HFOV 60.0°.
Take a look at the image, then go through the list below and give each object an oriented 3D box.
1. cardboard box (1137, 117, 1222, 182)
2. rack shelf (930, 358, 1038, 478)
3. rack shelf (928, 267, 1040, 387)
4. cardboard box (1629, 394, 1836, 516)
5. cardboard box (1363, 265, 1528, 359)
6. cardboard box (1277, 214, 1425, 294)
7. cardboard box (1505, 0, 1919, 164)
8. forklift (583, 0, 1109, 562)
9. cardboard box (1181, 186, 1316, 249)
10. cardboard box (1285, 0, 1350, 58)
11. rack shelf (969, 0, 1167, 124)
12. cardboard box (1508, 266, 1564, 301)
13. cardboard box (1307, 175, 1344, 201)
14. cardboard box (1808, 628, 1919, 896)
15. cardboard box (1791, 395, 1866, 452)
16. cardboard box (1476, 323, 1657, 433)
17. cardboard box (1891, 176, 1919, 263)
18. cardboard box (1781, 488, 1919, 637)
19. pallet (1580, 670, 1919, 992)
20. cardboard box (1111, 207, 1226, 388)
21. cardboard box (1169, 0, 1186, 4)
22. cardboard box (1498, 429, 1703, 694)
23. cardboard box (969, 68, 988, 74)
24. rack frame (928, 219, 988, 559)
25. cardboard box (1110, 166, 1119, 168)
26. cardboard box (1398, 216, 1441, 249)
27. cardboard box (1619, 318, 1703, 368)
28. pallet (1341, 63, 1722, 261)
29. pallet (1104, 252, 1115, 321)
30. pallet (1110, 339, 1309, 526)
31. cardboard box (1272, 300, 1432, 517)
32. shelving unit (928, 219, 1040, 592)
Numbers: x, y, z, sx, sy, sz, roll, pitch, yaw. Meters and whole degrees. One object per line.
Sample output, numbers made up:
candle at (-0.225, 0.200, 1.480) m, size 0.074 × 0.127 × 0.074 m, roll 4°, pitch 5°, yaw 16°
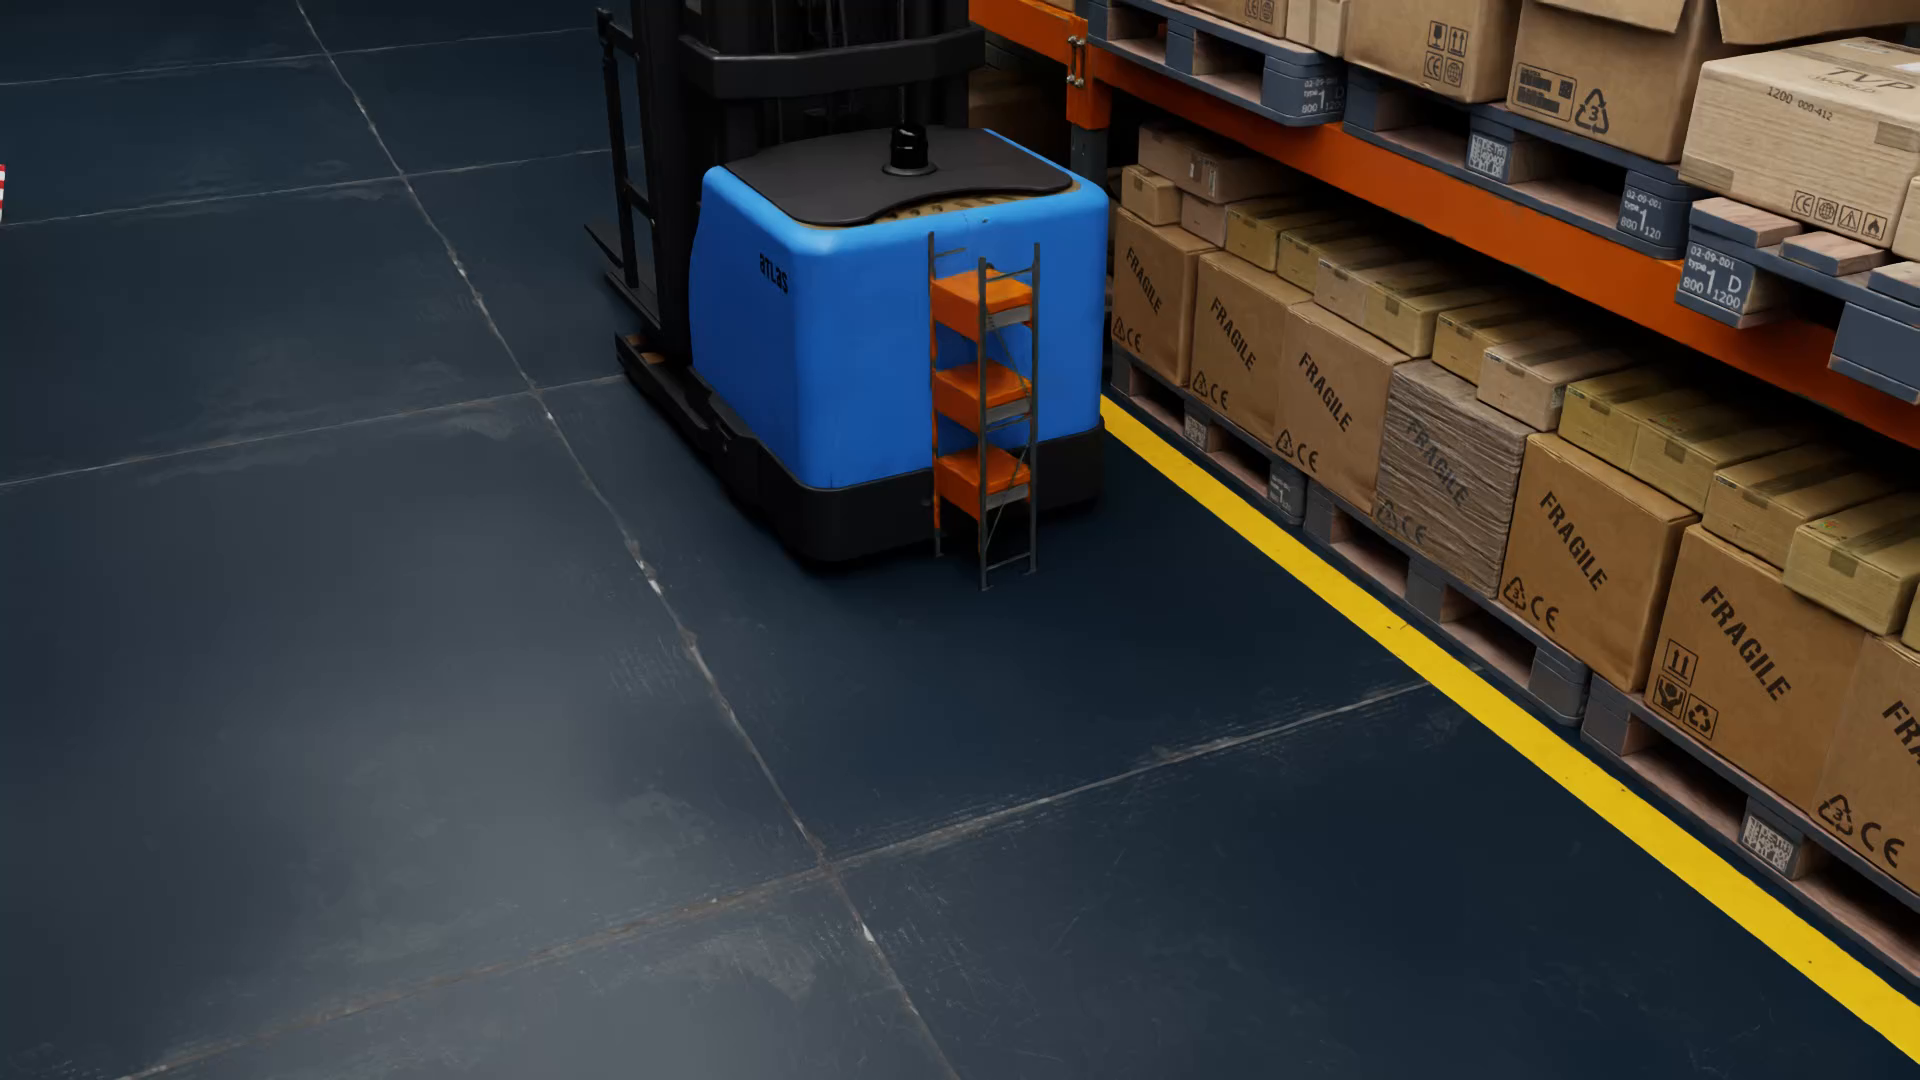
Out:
cardboard box at (0.846, -1.373, 5.791) m, size 0.380 × 0.149 × 0.250 m, roll -14°, pitch 32°, yaw -23°
rack shelf at (0.070, -0.370, 4.854) m, size 0.215 × 0.259 × 0.240 m, roll -20°, pitch 35°, yaw -30°
rack shelf at (0.067, -0.616, 4.713) m, size 0.215 × 0.259 × 0.240 m, roll -20°, pitch 35°, yaw -30°
cardboard box at (1.864, -0.209, 4.019) m, size 0.380 × 0.149 × 0.250 m, roll -12°, pitch 31°, yaw -21°
cardboard box at (1.409, -0.667, 4.836) m, size 0.380 × 0.149 × 0.250 m, roll -12°, pitch 31°, yaw -20°
cardboard box at (1.231, -0.896, 5.243) m, size 0.380 × 0.149 × 0.250 m, roll -14°, pitch 32°, yaw -23°
cardboard box at (1.727, -1.213, 3.811) m, size 0.797 × 0.503 × 0.637 m, roll -14°, pitch 32°, yaw -23°
forklift at (-0.661, -1.908, 5.655) m, size 1.130 × 2.935 × 3.031 m, roll -14°, pitch 32°, yaw -23°
cardboard box at (0.980, -1.125, 5.652) m, size 0.380 × 0.149 × 0.250 m, roll -14°, pitch 32°, yaw -23°
cardboard box at (1.128, -1.500, 4.565) m, size 0.396 × 0.266 × 0.258 m, roll -12°, pitch 31°, yaw -20°
rack shelf at (0.019, -2.639, 7.625) m, size 1.077 × 0.370 × 4.000 m, roll -13°, pitch 32°, yaw -22°
cardboard box at (1.890, -0.780, 5.038) m, size 0.380 × 0.149 × 0.250 m, roll -13°, pitch 32°, yaw -21°
cardboard box at (1.414, -1.228, 5.836) m, size 0.380 × 0.149 × 0.250 m, roll -13°, pitch 32°, yaw -22°
cardboard box at (2.219, 0.463, 3.484) m, size 0.500 × 0.500 × 0.500 m, roll -12°, pitch 31°, yaw -21°
cardboard box at (2.351, -0.330, 4.234) m, size 0.380 × 0.149 × 0.250 m, roll -15°, pitch 32°, yaw -24°
cardboard box at (1.610, -0.435, 4.422) m, size 0.380 × 0.149 × 0.250 m, roll -15°, pitch 32°, yaw -24°
cardboard box at (1.966, -0.586, 3.055) m, size 0.380 × 0.149 × 0.250 m, roll -12°, pitch 32°, yaw -21°
cardboard box at (2.009, 0.043, 3.570) m, size 0.380 × 0.149 × 0.250 m, roll -15°, pitch 33°, yaw -25°
pallet at (2.309, 0.576, 4.007) m, size 1.003 × 0.211 × 1.213 m, roll -13°, pitch 32°, yaw -22°
cardboard box at (0.882, -0.901, 5.917) m, size 0.500 × 0.500 × 0.500 m, roll -12°, pitch 31°, yaw -20°
cardboard box at (0.883, -2.035, 5.281) m, size 0.700 × 0.500 × 0.500 m, roll -12°, pitch 32°, yaw -21°
cardboard box at (1.787, 0.009, 4.293) m, size 0.500 × 0.500 × 0.500 m, roll -12°, pitch 31°, yaw -20°
cardboard box at (-0.194, -1.999, 7.874) m, size 0.500 × 0.500 × 0.500 m, roll -12°, pitch 32°, yaw -21°
rack frame at (0.000, -0.428, 4.936) m, size 0.200 × 1.050 × 0.008 m, roll -20°, pitch 35°, yaw -30°
cardboard box at (0.621, -1.542, 7.419) m, size 0.380 × 0.149 × 0.250 m, roll -14°, pitch 32°, yaw -23°
cardboard box at (1.660, -1.015, 5.456) m, size 0.380 × 0.149 × 0.250 m, roll -15°, pitch 32°, yaw -24°
cardboard box at (2.049, -0.534, 4.599) m, size 0.380 × 0.149 × 0.250 m, roll -13°, pitch 32°, yaw -22°
pallet at (1.756, -1.077, 4.300) m, size 1.003 × 0.211 × 1.213 m, roll -13°, pitch 32°, yaw -22°
pallet at (0.584, -1.157, 7.097) m, size 1.003 × 0.211 × 1.213 m, roll -13°, pitch 32°, yaw -22°
pallet at (1.261, -0.502, 5.929) m, size 1.003 × 0.211 × 1.213 m, roll -13°, pitch 32°, yaw -22°
cardboard box at (1.330, -0.447, 5.106) m, size 0.500 × 0.500 × 0.500 m, roll -14°, pitch 32°, yaw -23°
shelving unit at (0.070, -0.379, 4.849) m, size 0.215 × 1.050 × 0.252 m, roll -20°, pitch 35°, yaw -30°
